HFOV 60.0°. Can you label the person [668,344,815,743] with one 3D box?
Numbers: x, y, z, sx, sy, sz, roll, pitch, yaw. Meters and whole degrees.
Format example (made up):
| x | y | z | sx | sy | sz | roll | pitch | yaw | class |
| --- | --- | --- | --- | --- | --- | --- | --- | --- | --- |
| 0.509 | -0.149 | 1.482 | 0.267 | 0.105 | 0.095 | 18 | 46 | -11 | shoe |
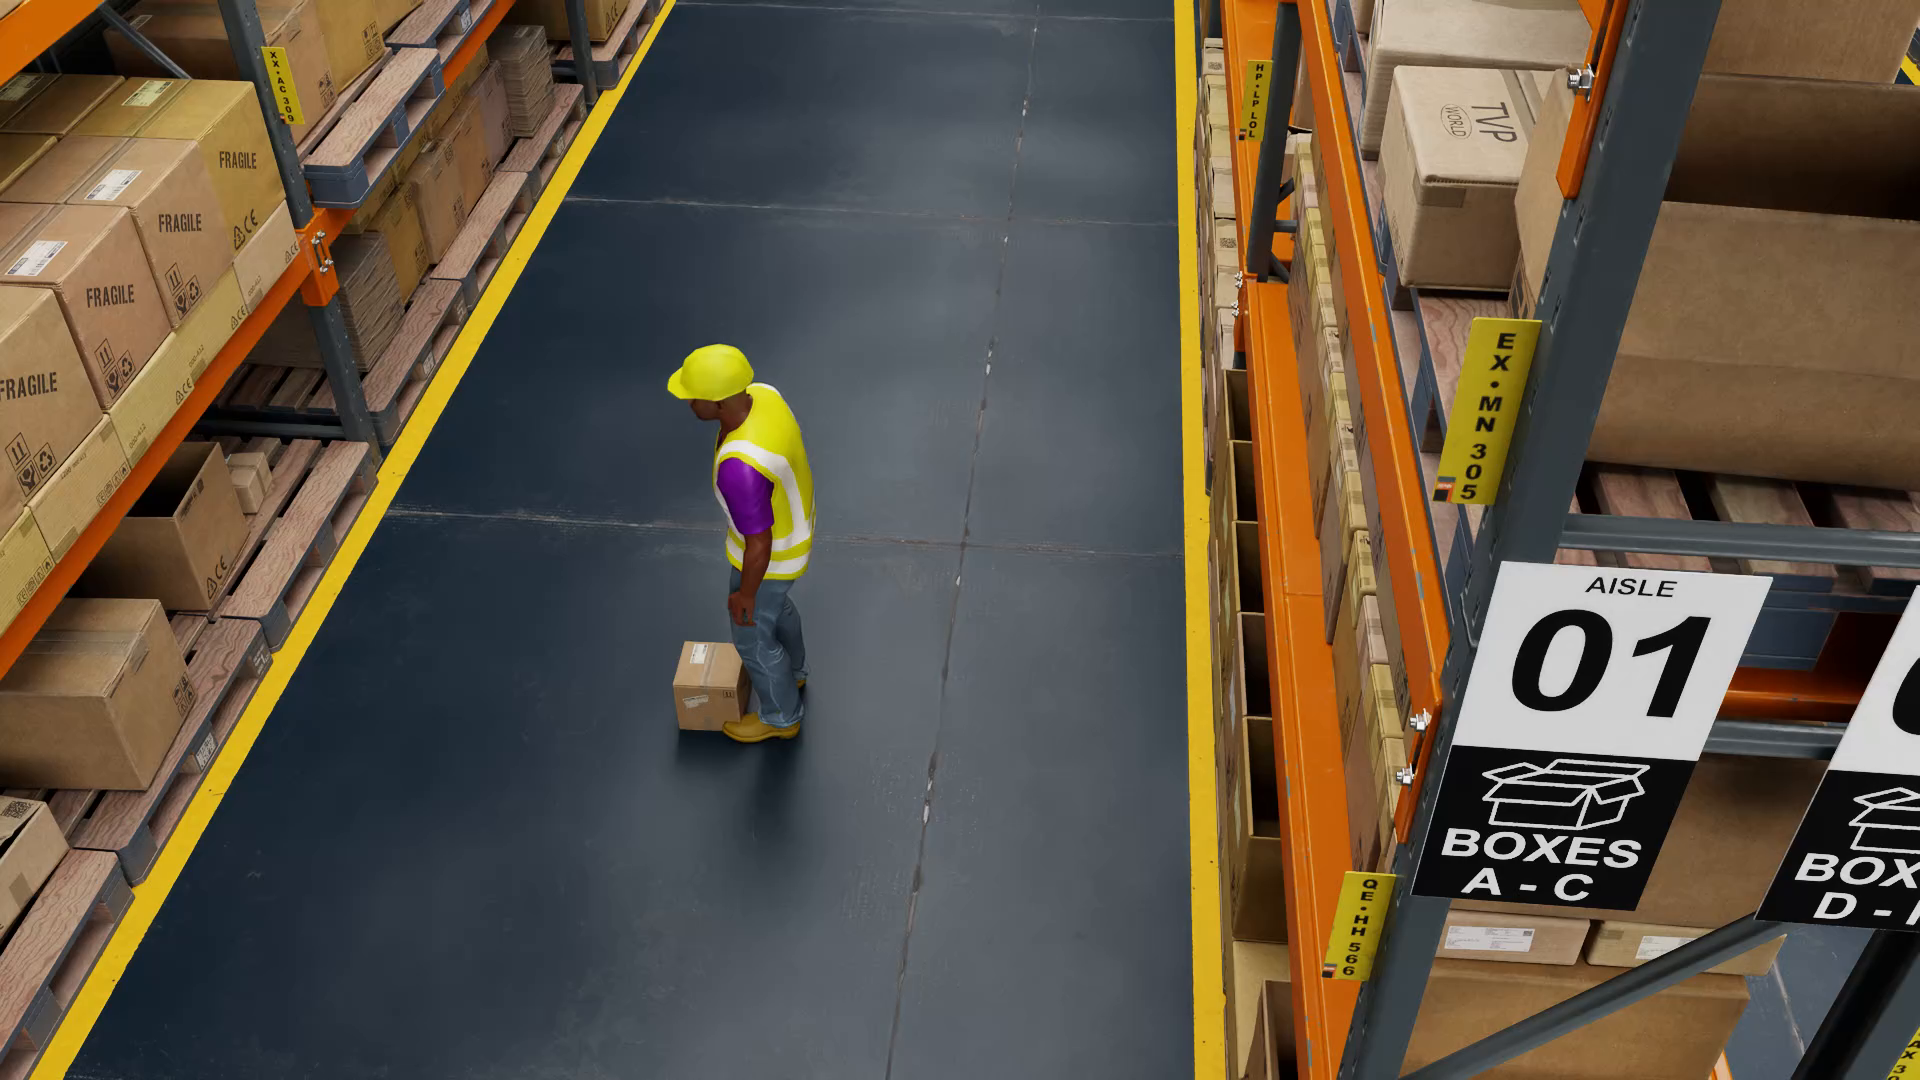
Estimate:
| x | y | z | sx | sy | sz | roll | pitch | yaw | class |
| --- | --- | --- | --- | --- | --- | --- | --- | --- | --- |
| -0.758 | 0.017 | 6.123 | 0.462 | 1.759 | 0.633 | 1 | 40 | 1 | person |
